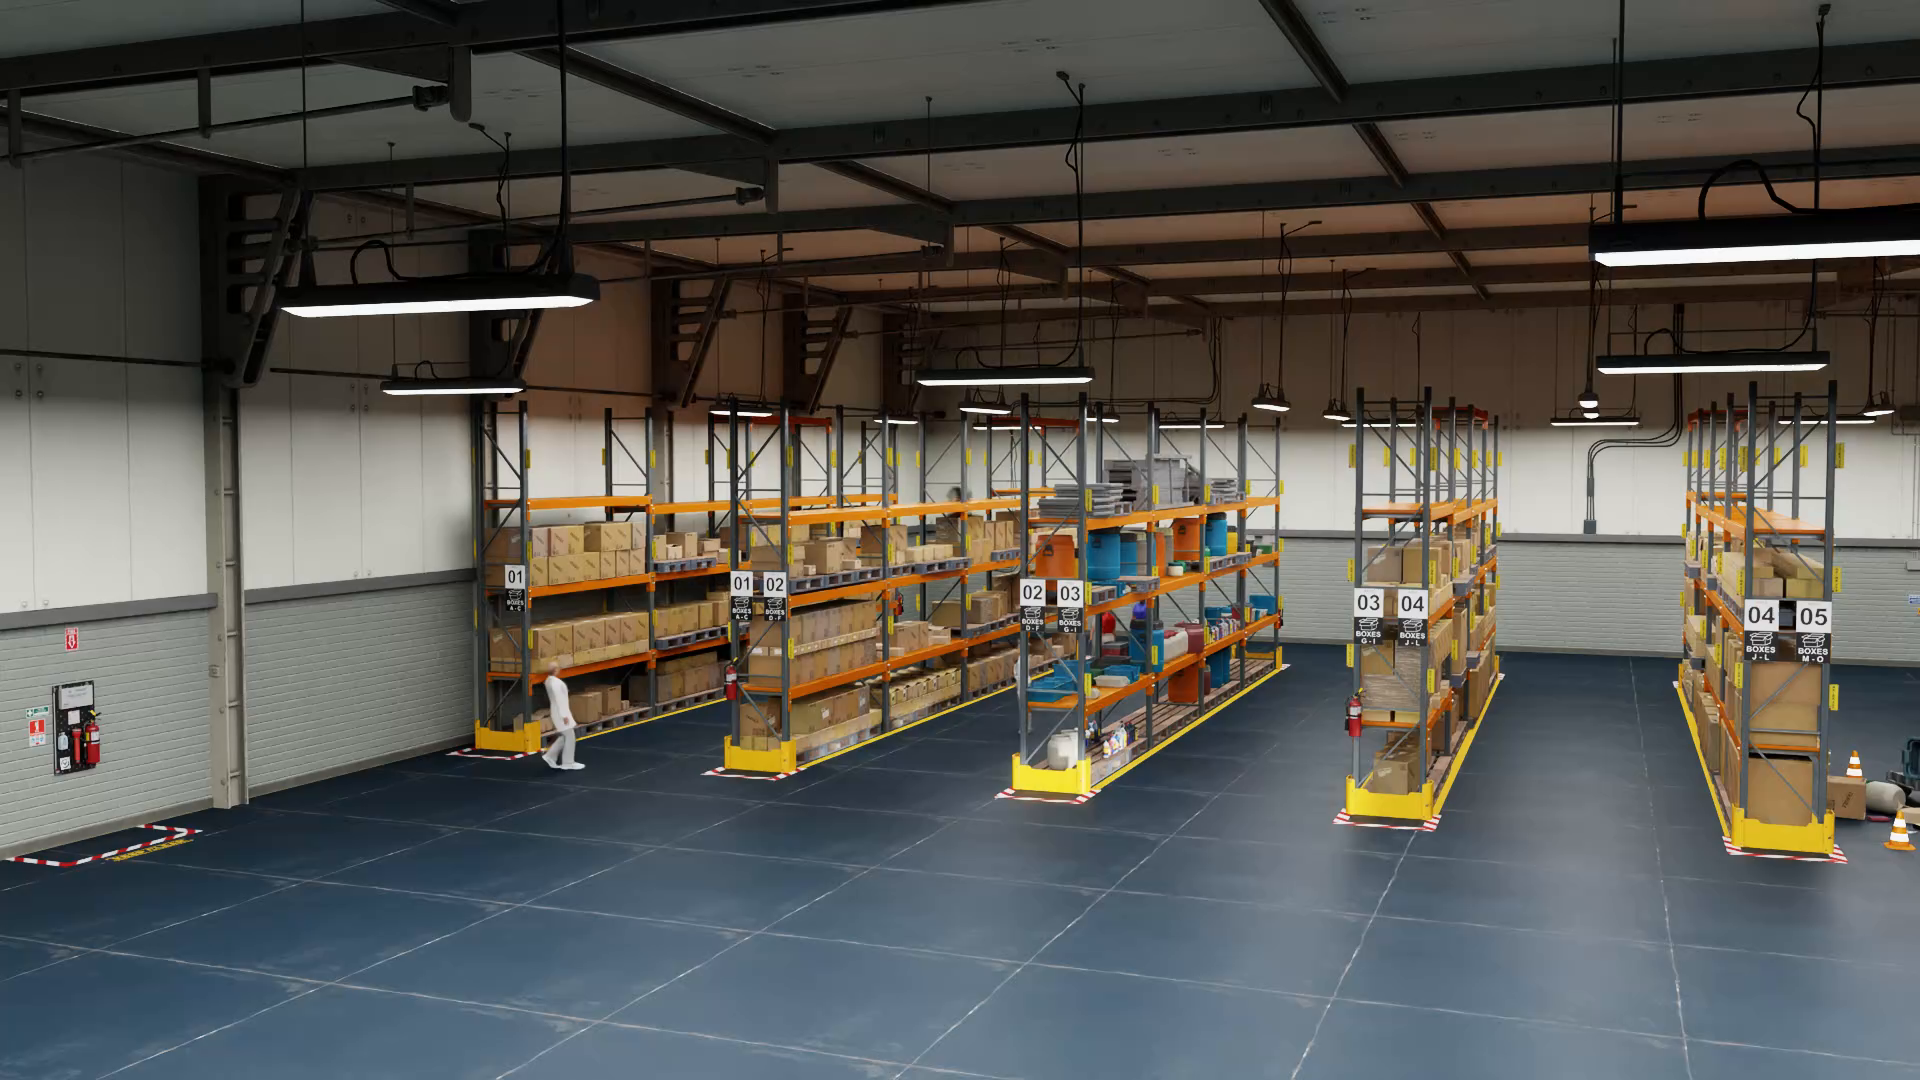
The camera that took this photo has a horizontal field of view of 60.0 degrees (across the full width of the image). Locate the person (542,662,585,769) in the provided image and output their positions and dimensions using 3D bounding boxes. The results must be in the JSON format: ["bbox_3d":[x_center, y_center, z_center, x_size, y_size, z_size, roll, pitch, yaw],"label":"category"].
[{"bbox_3d":[-6.421,2.846,26.883,0.678,1.777,0.630,-1,3,-14],"label":"person"}]

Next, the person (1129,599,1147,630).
[{"bbox_3d":[4.569,2.160,41.931,0.490,1.585,0.955,1,3,24],"label":"person"}]

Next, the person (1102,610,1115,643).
[{"bbox_3d":[3.279,2.302,37.553,0.377,1.728,0.605,2,4,39],"label":"person"}]

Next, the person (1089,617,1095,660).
[{"bbox_3d":[3.268,2.302,38.619,0.480,1.620,0.840,1,3,20],"label":"person"}]

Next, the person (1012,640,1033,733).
[{"bbox_3d":[1.146,2.695,30.333,0.369,1.720,0.565,0,3,9],"label":"person"}]
